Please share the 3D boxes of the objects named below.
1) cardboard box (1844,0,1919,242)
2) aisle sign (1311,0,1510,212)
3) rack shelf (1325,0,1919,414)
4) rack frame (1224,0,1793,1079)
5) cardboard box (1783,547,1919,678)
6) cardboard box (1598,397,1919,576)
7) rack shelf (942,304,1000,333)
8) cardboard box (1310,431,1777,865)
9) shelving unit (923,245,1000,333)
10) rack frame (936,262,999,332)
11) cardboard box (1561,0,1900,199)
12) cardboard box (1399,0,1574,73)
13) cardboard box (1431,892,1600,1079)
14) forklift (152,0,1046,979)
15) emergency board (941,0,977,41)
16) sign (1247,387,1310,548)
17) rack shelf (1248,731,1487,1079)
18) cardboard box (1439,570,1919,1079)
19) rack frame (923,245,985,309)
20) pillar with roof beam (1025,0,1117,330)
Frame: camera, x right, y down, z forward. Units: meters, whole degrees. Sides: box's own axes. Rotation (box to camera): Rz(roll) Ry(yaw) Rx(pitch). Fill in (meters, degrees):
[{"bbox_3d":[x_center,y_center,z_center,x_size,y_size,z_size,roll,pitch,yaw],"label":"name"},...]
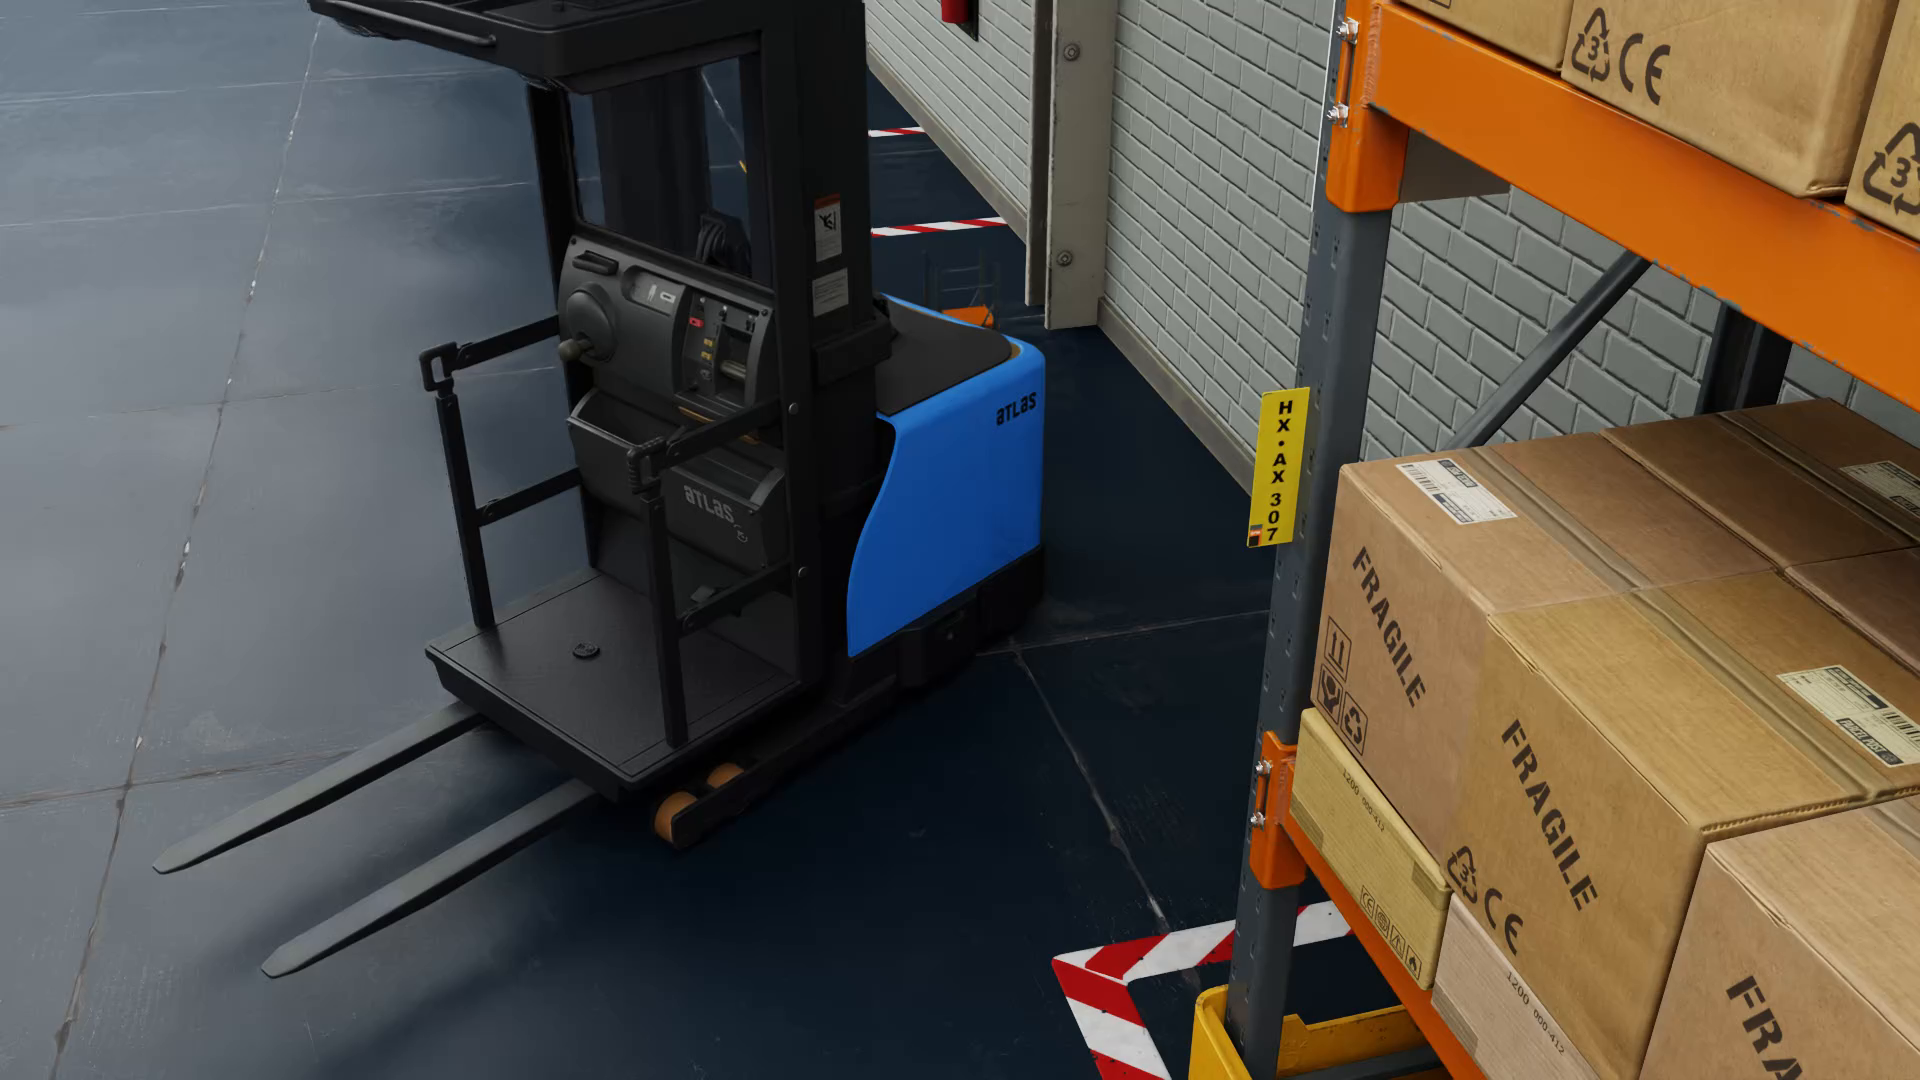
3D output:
[{"bbox_3d":[1.220,-0.472,1.457,0.500,0.500,0.500,-6,31,-11],"label":"cardboard box"},{"bbox_3d":[0.815,-0.951,2.803,0.394,0.787,0.004,-8,31,-13],"label":"aisle sign"},{"bbox_3d":[1.654,0.148,1.223,1.077,0.370,4.000,-8,31,-13],"label":"rack shelf"},{"bbox_3d":[1.123,0.169,3.463,1.000,3.000,0.127,-8,31,-13],"label":"rack frame"},{"bbox_3d":[1.577,0.345,2.541,0.500,0.500,0.500,-7,31,-13],"label":"cardboard box"},{"bbox_3d":[1.453,0.100,2.964,0.500,0.500,0.500,-8,31,-14],"label":"cardboard box"},{"bbox_3d":[0.004,-0.804,6.311,0.258,0.103,0.180,-8,31,-13],"label":"rack shelf"},{"bbox_3d":[0.960,0.171,2.841,0.500,0.500,0.500,-8,31,-13],"label":"cardboard box"},{"bbox_3d":[0.004,-0.531,6.469,0.258,1.200,0.189,-8,31,-13],"label":"shelving unit"},{"bbox_3d":[0.028,-0.487,6.393,0.240,1.200,0.006,-8,31,-13],"label":"rack frame"},{"bbox_3d":[1.079,-0.722,1.889,0.500,0.500,0.500,-6,31,-10],"label":"cardboard box"},{"bbox_3d":[0.971,-0.986,2.345,0.500,0.500,0.500,-7,31,-12],"label":"cardboard box"},{"bbox_3d":[1.098,0.752,2.586,0.500,0.250,0.500,-9,31,-15],"label":"cardboard box"},{"bbox_3d":[-1.040,-0.612,4.881,1.130,2.935,3.031,24,38,35],"label":"forklift"},{"bbox_3d":[-0.069,-3.704,10.155,0.194,1.169,0.643,-8,31,-13],"label":"emergency board"},{"bbox_3d":[0.600,-0.133,3.122,0.100,0.325,0.005,-8,31,-13],"label":"sign"},{"bbox_3d":[1.654,1.446,1.975,1.077,0.370,4.000,-8,31,-13],"label":"rack shelf"},{"bbox_3d":[1.081,0.411,2.426,0.500,0.500,0.500,-8,31,-13],"label":"cardboard box"},{"bbox_3d":[-0.021,-0.575,6.545,0.240,1.200,0.006,-8,31,-13],"label":"rack frame"},{"bbox_3d":[-3.600,-4.530,5.593,9.100,9.000,0.400,-8,31,-13],"label":"pillar with roof beam"}]
